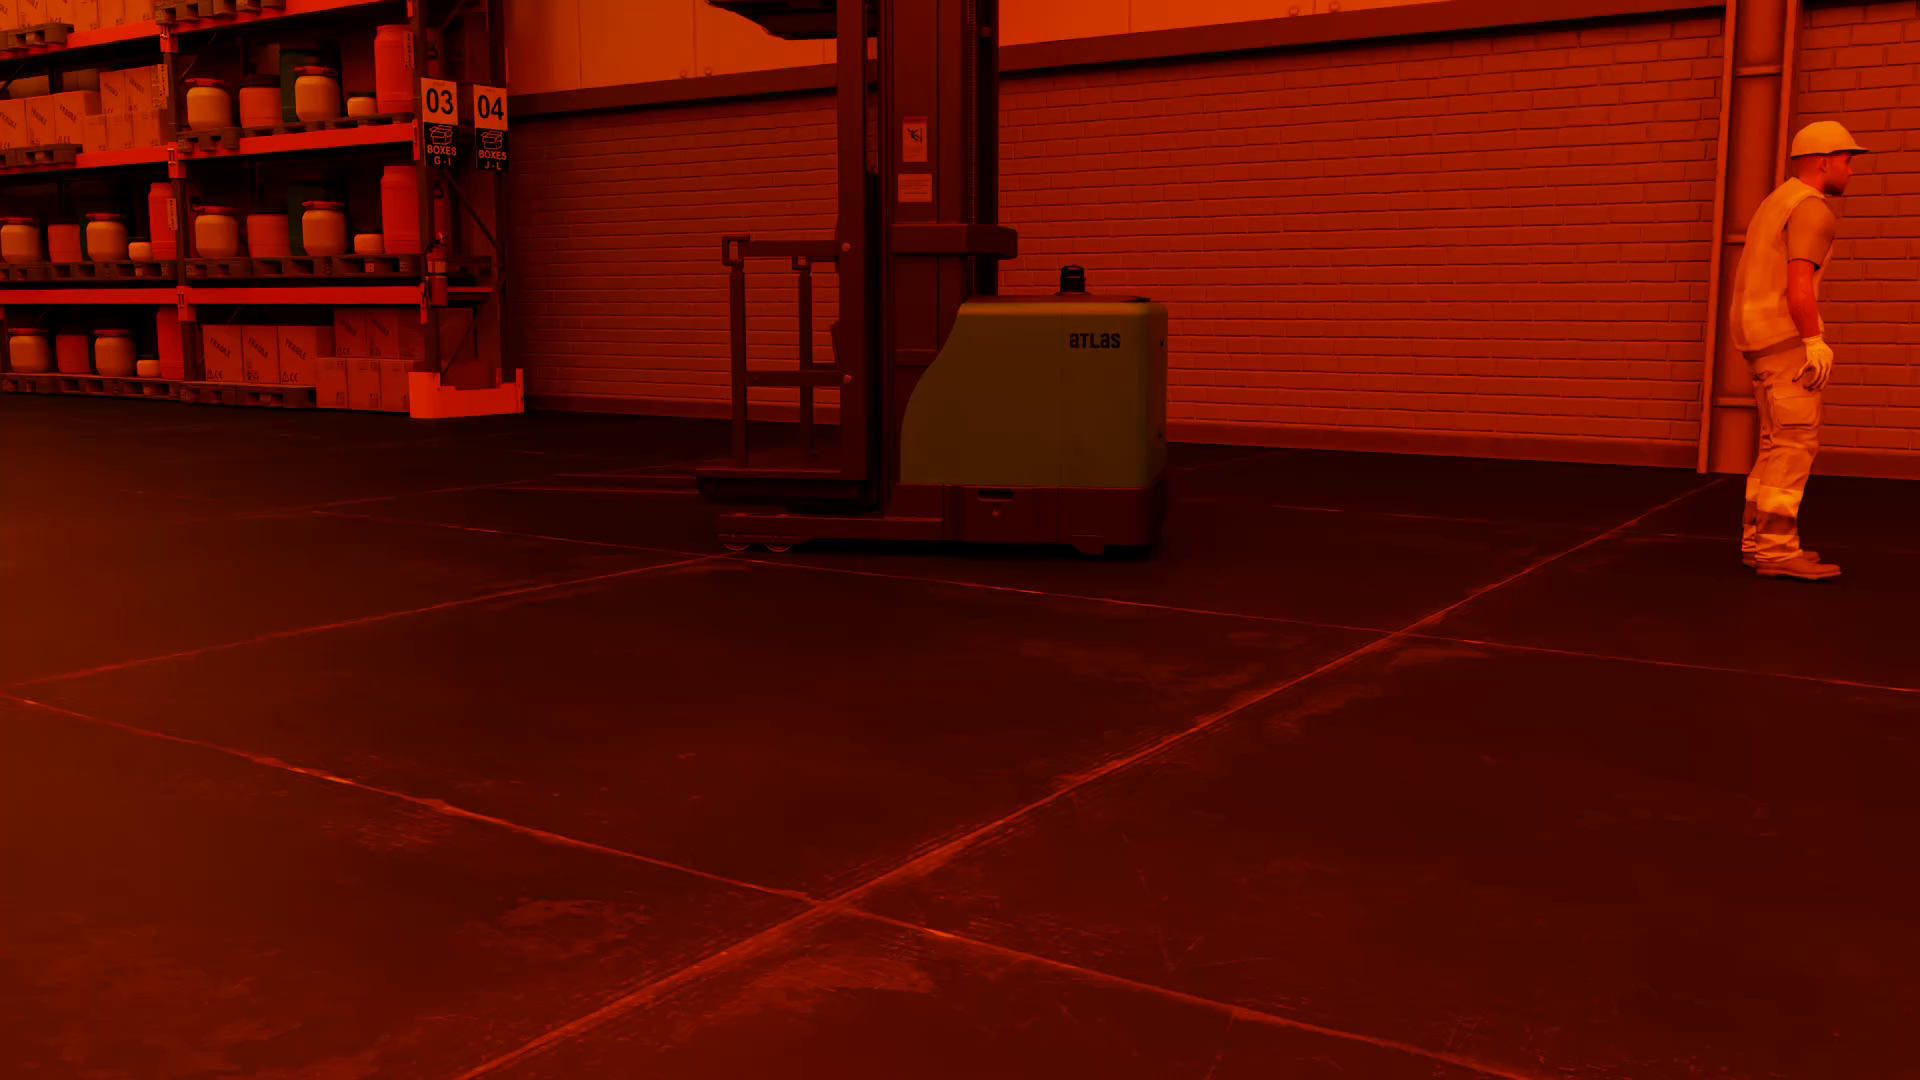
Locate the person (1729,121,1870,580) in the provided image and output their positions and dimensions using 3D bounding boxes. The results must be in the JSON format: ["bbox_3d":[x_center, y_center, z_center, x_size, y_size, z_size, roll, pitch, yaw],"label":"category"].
[{"bbox_3d":[3.316,-0.755,6.612,0.453,1.778,0.616,2,8,13],"label":"person"}]

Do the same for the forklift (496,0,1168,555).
[{"bbox_3d":[-0.596,-1.469,7.520,3.031,2.935,1.130,2,8,12],"label":"forklift"}]
